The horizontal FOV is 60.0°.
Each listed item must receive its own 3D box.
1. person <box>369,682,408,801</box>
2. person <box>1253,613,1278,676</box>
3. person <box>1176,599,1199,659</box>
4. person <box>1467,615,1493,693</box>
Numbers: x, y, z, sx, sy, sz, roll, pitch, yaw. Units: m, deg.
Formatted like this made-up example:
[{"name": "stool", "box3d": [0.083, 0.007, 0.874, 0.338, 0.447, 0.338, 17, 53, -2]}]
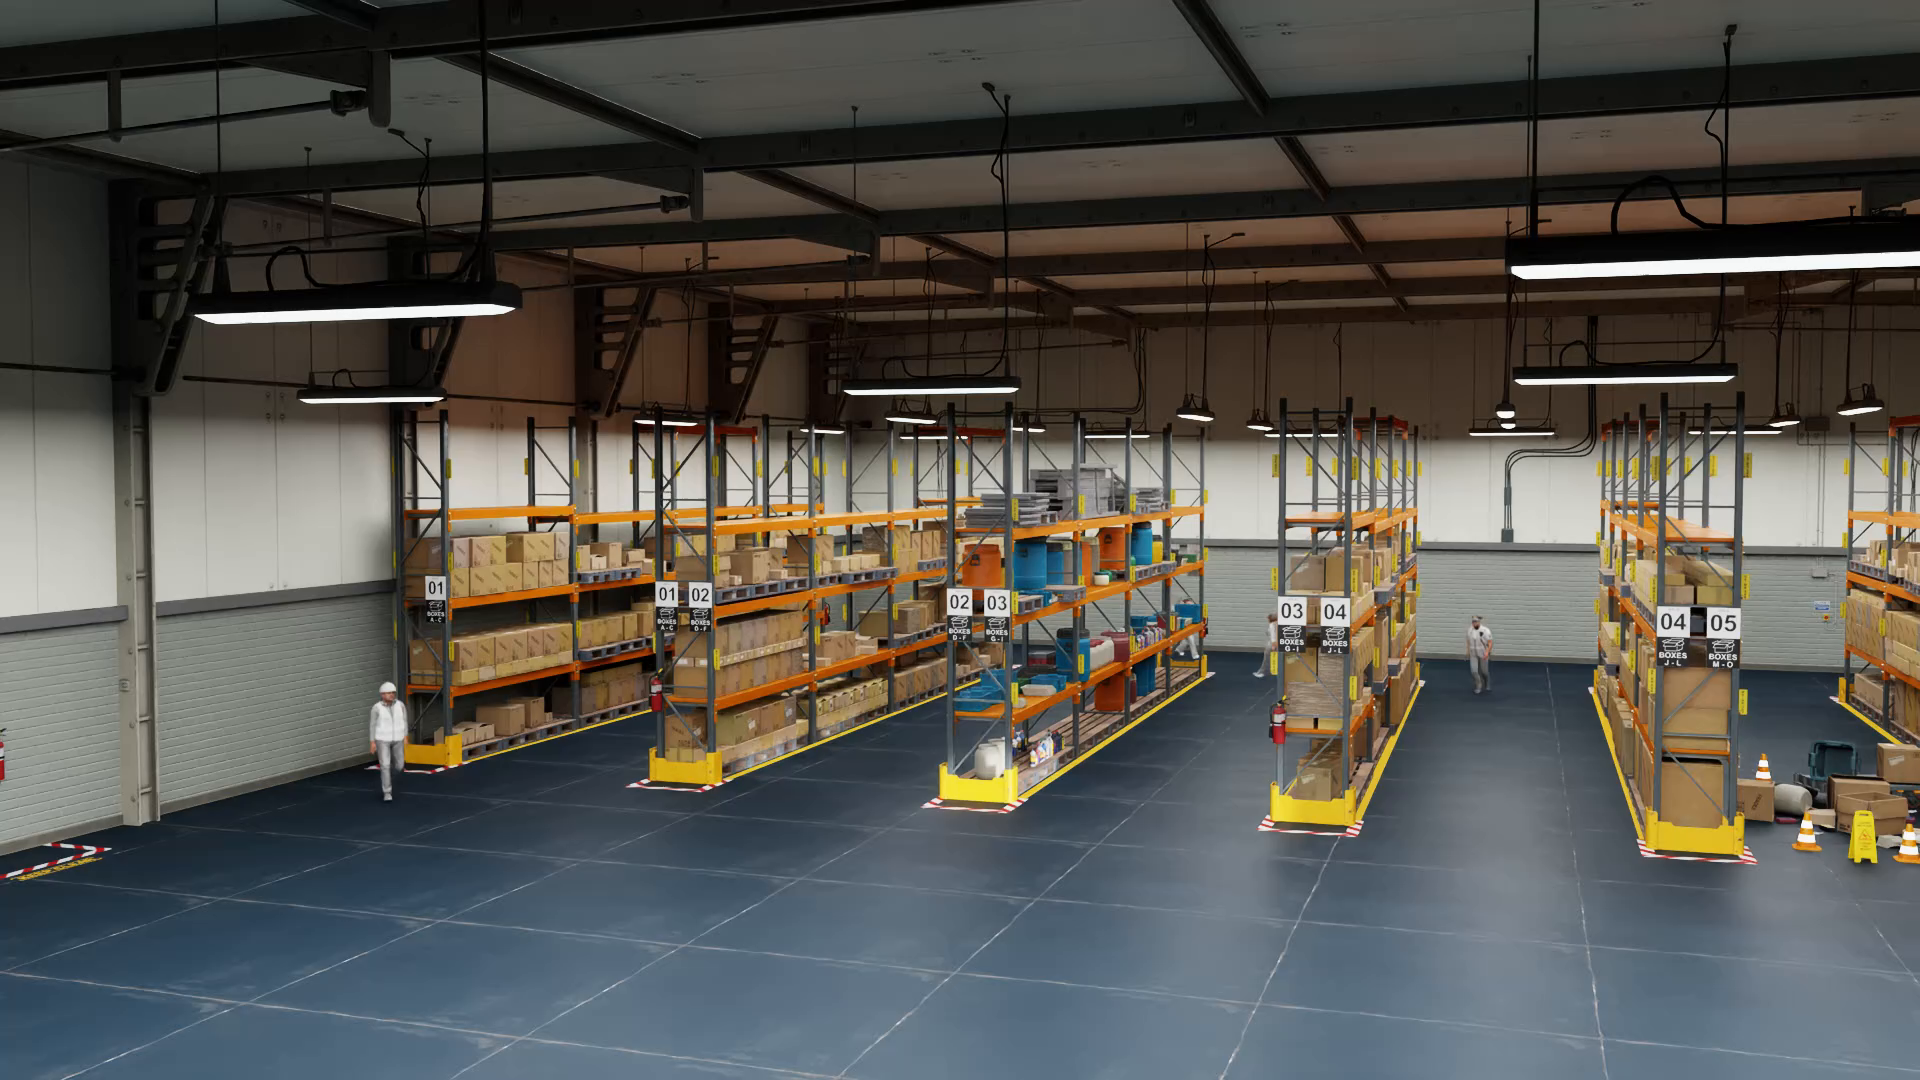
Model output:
[{"name": "person", "box3d": [-8.685, 3.029, 25.279, 0.585, 1.752, 0.800, -2, 3, -38]}, {"name": "person", "box3d": [7.463, 2.507, 39.716, 0.410, 1.530, 0.945, -2, 3, -39]}, {"name": "person", "box3d": [6.014, 2.336, 43.952, 0.439, 1.562, 1.009, -2, 3, -34]}, {"name": "person", "box3d": [11.651, 2.542, 37.222, 0.586, 1.747, 0.591, 2, 3, 33]}]
